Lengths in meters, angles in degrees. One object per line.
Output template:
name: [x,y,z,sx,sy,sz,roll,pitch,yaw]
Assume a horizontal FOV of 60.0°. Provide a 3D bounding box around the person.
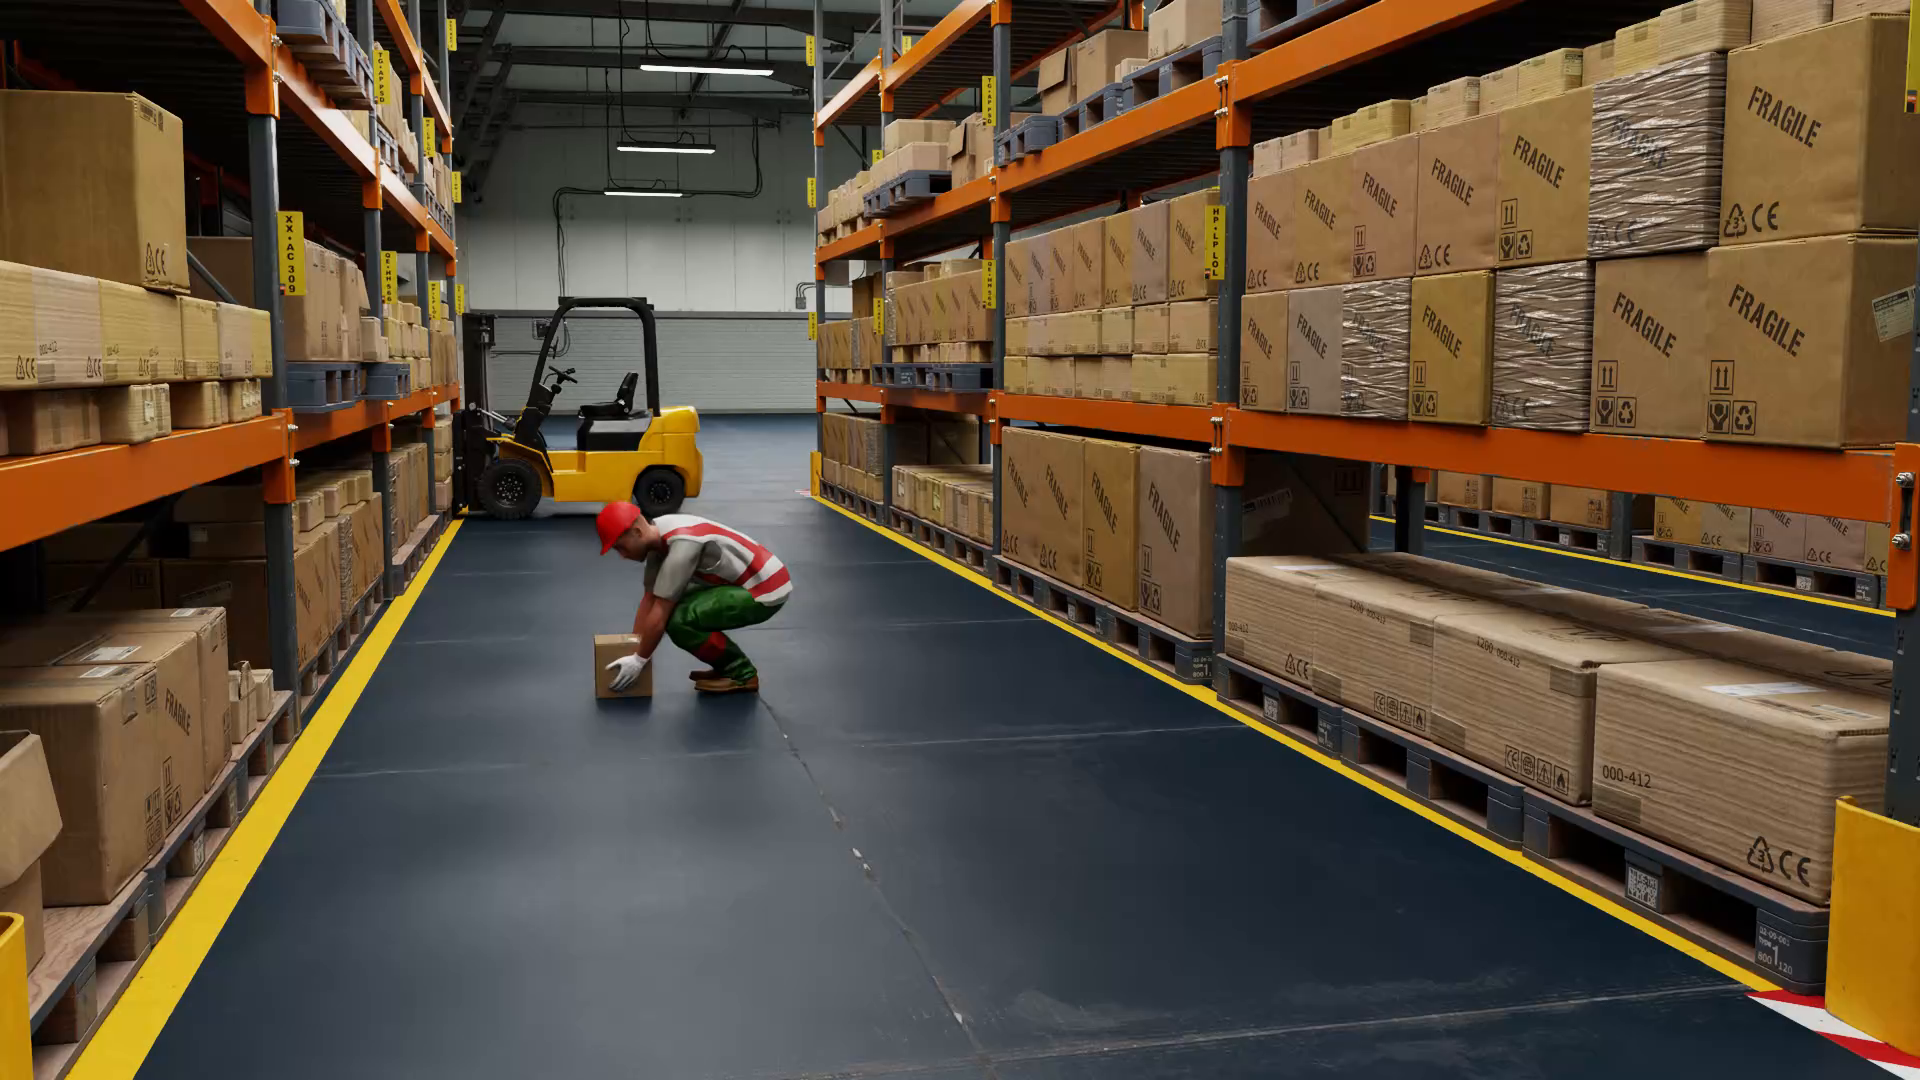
person: [-1.144,-0.194,7.651,0.573,1.782,0.494,-1,6,-14]
